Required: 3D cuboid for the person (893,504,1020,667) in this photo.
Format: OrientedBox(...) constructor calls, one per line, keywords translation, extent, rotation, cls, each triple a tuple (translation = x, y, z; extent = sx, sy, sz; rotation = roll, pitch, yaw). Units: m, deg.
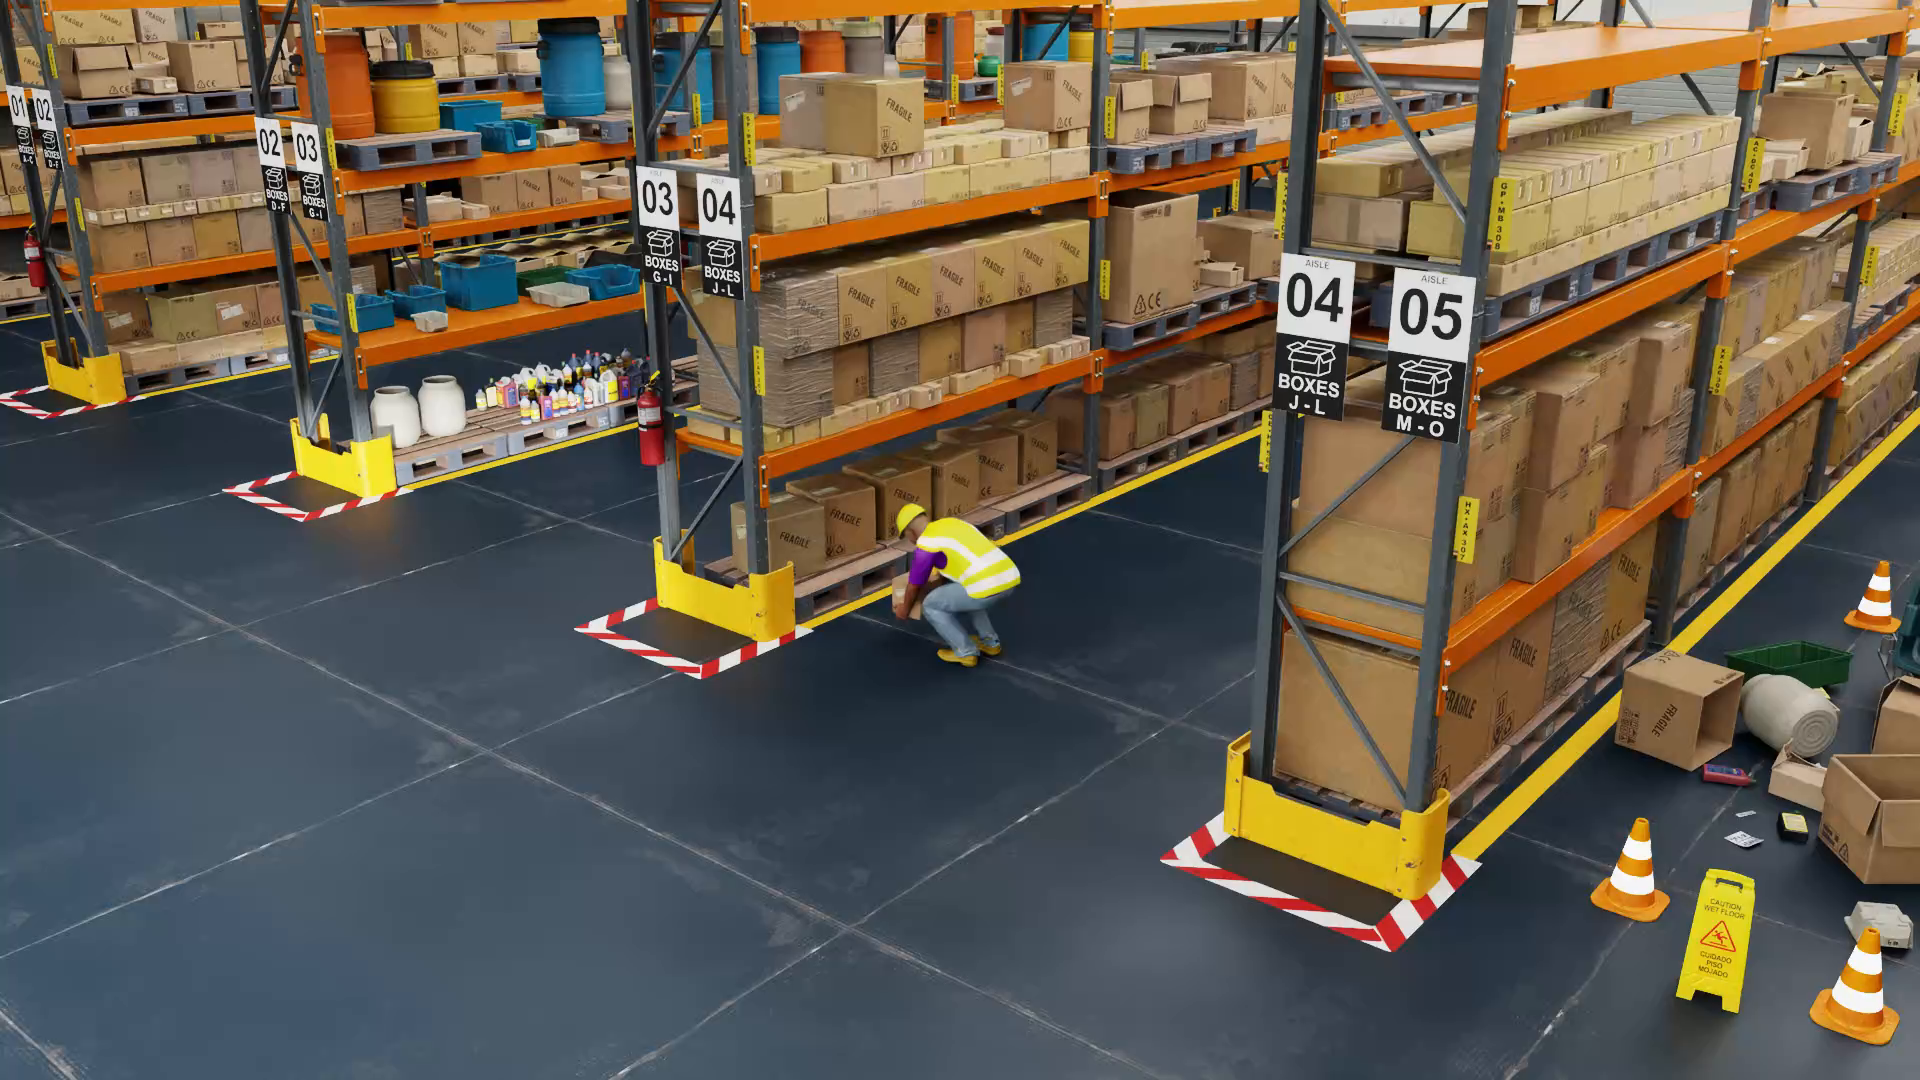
OrientedBox(translation=(-0.049, 0.298, 11.341), extent=(0.918, 1.008, 0.534), rotation=(15, 25, 35), cls="person")
